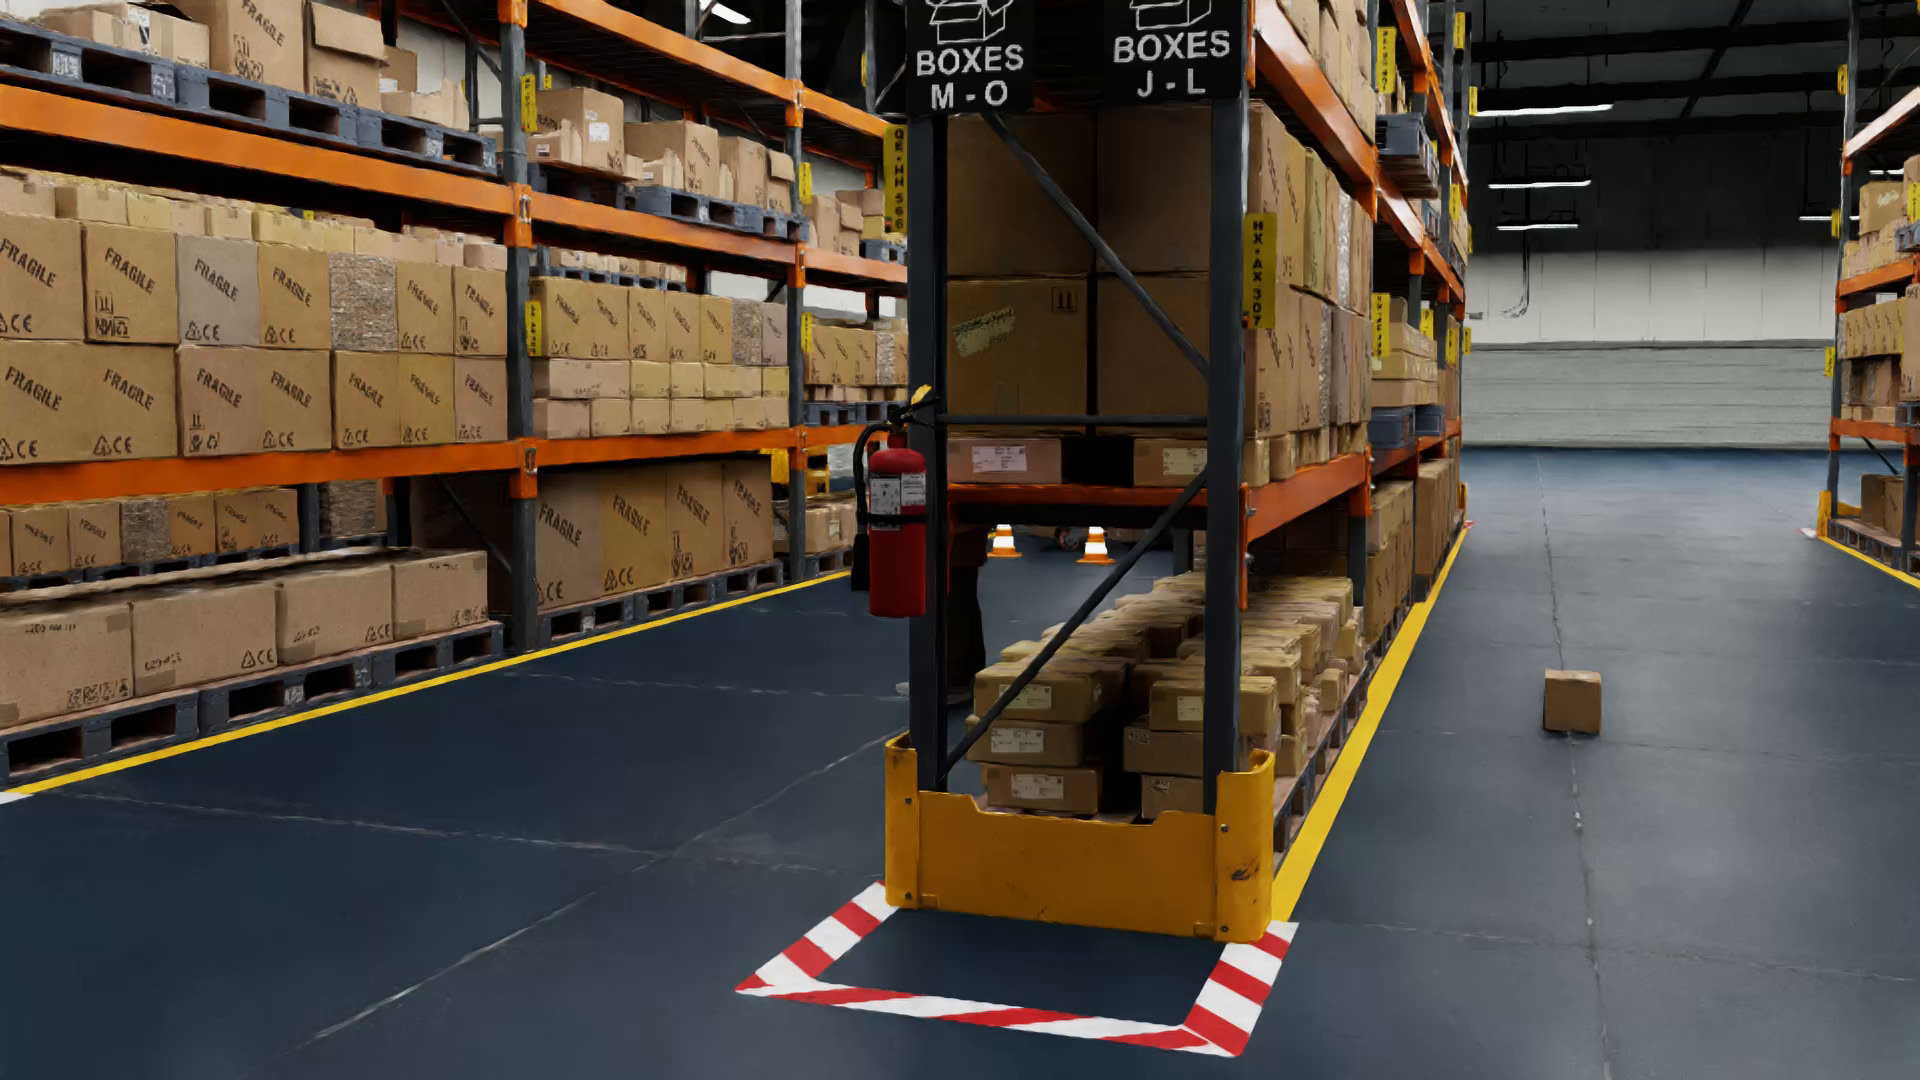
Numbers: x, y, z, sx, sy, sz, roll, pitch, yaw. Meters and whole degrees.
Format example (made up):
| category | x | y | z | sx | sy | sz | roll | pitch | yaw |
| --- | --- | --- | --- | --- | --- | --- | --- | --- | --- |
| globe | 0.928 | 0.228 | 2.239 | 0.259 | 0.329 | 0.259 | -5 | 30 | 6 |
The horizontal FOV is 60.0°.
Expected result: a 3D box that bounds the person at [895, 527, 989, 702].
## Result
| category | x | y | z | sx | sy | sz | roll | pitch | yaw |
| --- | --- | --- | --- | --- | --- | --- | --- | --- | --- |
| person | -0.092 | -0.077 | 8.460 | 0.517 | 1.787 | 0.650 | -1 | 5 | -8 |
